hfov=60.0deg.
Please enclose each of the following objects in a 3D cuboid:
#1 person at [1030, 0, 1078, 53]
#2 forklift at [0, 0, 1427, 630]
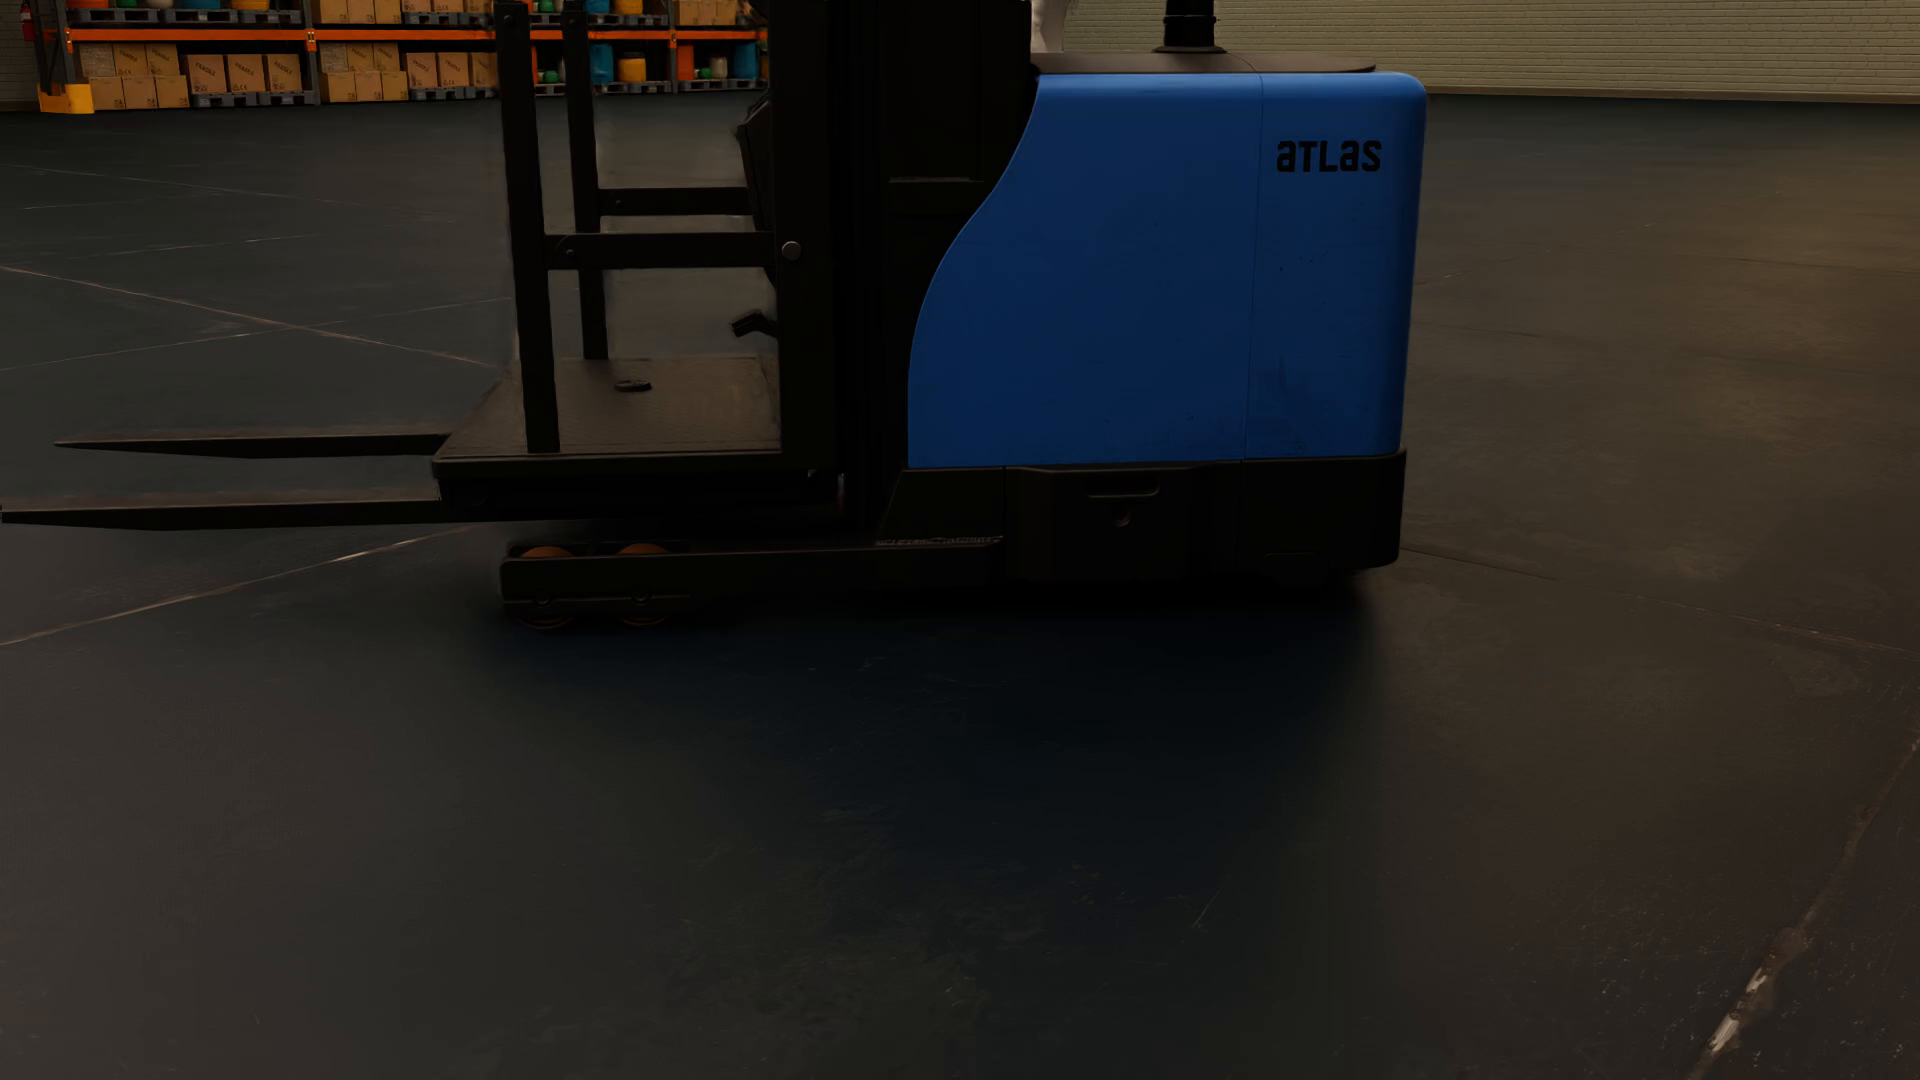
[{"bbox_3d":[0.304,-1.560,6.029,0.430,1.772,0.647,1,17,4],"label":"person"},{"bbox_3d":[-0.608,-1.382,3.450,3.031,2.935,1.130,-2,17,-6],"label":"forklift"}]
